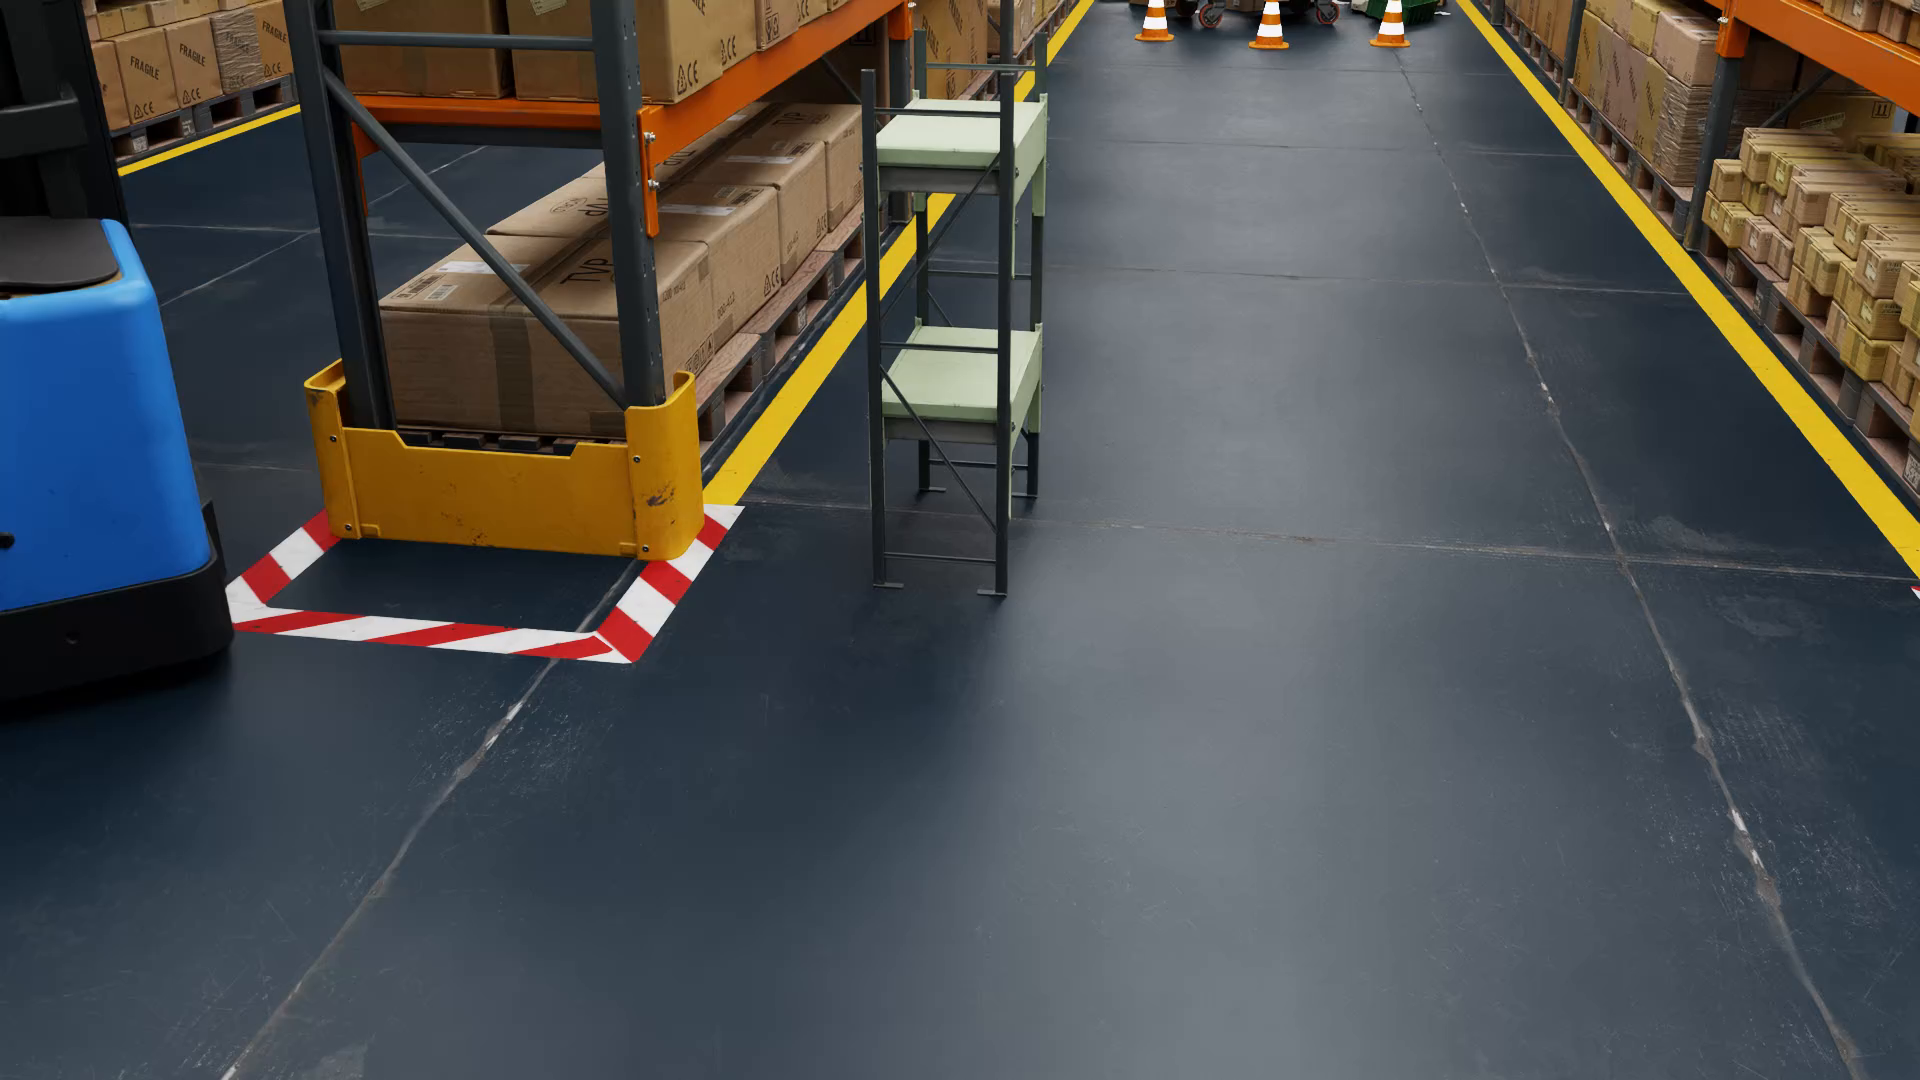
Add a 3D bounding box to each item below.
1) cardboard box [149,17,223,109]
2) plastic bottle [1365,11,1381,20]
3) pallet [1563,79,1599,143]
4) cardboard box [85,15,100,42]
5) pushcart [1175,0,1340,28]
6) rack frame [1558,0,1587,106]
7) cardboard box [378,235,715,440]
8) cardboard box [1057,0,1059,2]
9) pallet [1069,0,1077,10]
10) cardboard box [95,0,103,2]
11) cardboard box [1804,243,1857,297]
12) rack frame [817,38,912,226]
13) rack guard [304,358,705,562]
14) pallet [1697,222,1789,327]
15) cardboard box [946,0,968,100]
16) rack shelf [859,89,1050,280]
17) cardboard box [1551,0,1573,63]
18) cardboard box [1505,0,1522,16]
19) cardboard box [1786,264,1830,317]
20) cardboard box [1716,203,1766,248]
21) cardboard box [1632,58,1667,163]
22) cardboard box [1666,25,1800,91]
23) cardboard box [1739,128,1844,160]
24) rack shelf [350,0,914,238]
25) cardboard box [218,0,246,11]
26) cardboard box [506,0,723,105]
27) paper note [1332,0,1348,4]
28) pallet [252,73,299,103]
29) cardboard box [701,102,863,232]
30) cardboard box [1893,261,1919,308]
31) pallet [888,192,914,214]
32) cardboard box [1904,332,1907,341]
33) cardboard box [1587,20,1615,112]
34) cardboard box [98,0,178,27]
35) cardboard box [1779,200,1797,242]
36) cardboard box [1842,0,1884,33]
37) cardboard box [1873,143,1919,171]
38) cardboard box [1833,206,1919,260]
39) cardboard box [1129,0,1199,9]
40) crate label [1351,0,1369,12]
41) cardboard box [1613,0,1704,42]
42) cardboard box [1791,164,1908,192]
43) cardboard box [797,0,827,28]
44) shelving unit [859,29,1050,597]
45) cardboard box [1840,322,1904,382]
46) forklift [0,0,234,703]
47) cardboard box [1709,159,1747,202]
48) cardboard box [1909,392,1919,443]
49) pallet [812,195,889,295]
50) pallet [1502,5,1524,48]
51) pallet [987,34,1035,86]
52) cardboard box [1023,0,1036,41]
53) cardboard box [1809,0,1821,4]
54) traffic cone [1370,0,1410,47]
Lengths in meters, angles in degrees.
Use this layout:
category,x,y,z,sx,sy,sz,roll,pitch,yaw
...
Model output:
category,x,y,z,sx,sy,sz,roll,pitch,yaw
cardboard box,-5.193,-3.103,10.793,0.500,0.500,0.500,3,25,7
plastic bottle,4.004,-5.018,15.899,0.133,0.061,0.283,-9,27,-19
pallet,4.665,-2.866,11.124,1.003,0.211,1.213,4,25,9
cardboard box,-5.367,-3.031,9.874,0.380,0.149,0.250,3,25,7
pushcart,2.805,-5.105,15.711,1.648,0.377,0.936,-5,25,-10
rack frame,4.794,-4.456,11.231,1.000,3.000,0.127,4,25,9
cardboard box,-1.404,-0.723,5.784,0.875,0.438,0.875,3,25,7
cardboard box,0.465,-5.210,15.447,0.950,0.372,0.625,4,25,9
pallet,0.623,-5.450,16.644,1.003,0.211,1.213,4,25,9
cardboard box,-5.699,-3.385,10.631,0.380,0.149,0.250,5,25,10
cardboard box,3.524,-1.042,6.455,0.380,0.149,0.250,4,25,9
rack frame,-0.760,-3.084,8.300,1.000,3.000,0.127,4,25,9
rack guard,-1.417,-0.269,5.234,1.175,0.500,0.348,4,25,9
pallet,4.066,-1.237,7.643,1.003,0.211,1.213,4,25,9
cardboard box,-0.451,-3.329,10.834,0.875,0.875,0.875,4,25,9
rack shelf,0.001,-1.036,4.773,0.431,0.370,0.720,4,25,9
cardboard box,4.982,-3.876,12.150,1.050,0.750,0.750,4,25,8
cardboard box,5.435,-5.034,14.625,1.050,0.750,0.750,4,25,8
cardboard box,3.592,-1.006,6.729,0.380,0.149,0.250,3,25,7
cardboard box,3.720,-1.441,7.657,0.380,0.149,0.250,5,26,10
cardboard box,4.097,-2.383,9.255,0.500,0.500,0.500,3,25,7
cardboard box,4.013,-2.510,8.642,0.500,0.250,0.500,3,25,7
cardboard box,3.880,-1.822,7.769,0.380,0.149,0.250,5,26,11
rack shelf,-1.086,-1.921,6.665,1.077,0.370,4.000,4,25,9
cardboard box,-5.079,-3.674,11.249,0.380,0.149,0.250,3,25,6
cardboard box,-1.052,-1.637,5.091,0.500,0.500,0.500,4,25,8
paper note,3.864,-5.475,16.921,0.172,0.023,0.155,13,28,26
pallet,-5.163,-3.526,12.535,1.003,0.211,1.213,4,25,9
cardboard box,-0.968,-1.858,8.209,0.875,0.438,0.875,4,25,8
cardboard box,3.443,-0.840,5.671,0.380,0.149,0.250,3,25,6
pallet,-0.708,-2.149,9.591,1.003,0.211,1.213,4,25,9
cardboard box,3.520,-0.707,5.739,0.380,0.149,0.250,4,25,8
cardboard box,4.348,-3.025,10.628,0.500,0.500,0.500,4,25,9
cardboard box,-5.227,-3.356,10.570,0.380,0.149,0.250,4,25,8
cardboard box,3.761,-1.358,7.130,0.380,0.149,0.250,3,25,6
cardboard box,3.604,-2.019,6.322,0.380,0.149,0.250,5,26,11
cardboard box,4.336,-1.675,7.456,0.380,0.149,0.250,4,25,9
cardboard box,3.599,-1.170,6.377,0.380,0.149,0.250,4,25,9
cardboard box,2.065,-5.652,16.733,0.500,0.500,0.500,-20,32,-36
crate label,3.976,-5.223,16.247,0.298,0.136,0.250,-14,29,-27
cardboard box,4.266,-3.164,10.040,0.500,0.250,0.500,4,25,9
cardboard box,3.763,-1.491,7.062,0.380,0.149,0.250,3,25,7
cardboard box,-0.830,-2.272,6.449,0.500,0.500,0.500,5,26,10
shelving unit,0.001,-0.682,4.938,0.431,1.500,0.755,4,25,9
cardboard box,3.445,-0.678,6.028,0.380,0.149,0.250,3,25,6
forklift,-3.138,-1.416,4.818,1.130,2.935,3.031,-14,28,-27
cardboard box,3.765,-1.687,7.833,0.380,0.149,0.250,5,26,11
cardboard box,3.309,-0.358,5.344,0.380,0.149,0.250,5,26,10
pallet,-0.961,-1.508,8.223,1.003,0.211,1.213,4,25,9
pallet,5.396,-4.538,14.696,1.003,0.211,1.213,4,25,9
pallet,0.023,-3.820,13.163,1.003,0.211,1.213,4,25,9
cardboard box,0.109,-4.301,13.506,0.950,0.372,0.625,4,25,8
cardboard box,3.811,-2.345,7.018,0.380,0.149,0.250,3,25,6
traffic cone,3.739,-4.524,14.368,0.336,0.463,0.334,4,25,9
